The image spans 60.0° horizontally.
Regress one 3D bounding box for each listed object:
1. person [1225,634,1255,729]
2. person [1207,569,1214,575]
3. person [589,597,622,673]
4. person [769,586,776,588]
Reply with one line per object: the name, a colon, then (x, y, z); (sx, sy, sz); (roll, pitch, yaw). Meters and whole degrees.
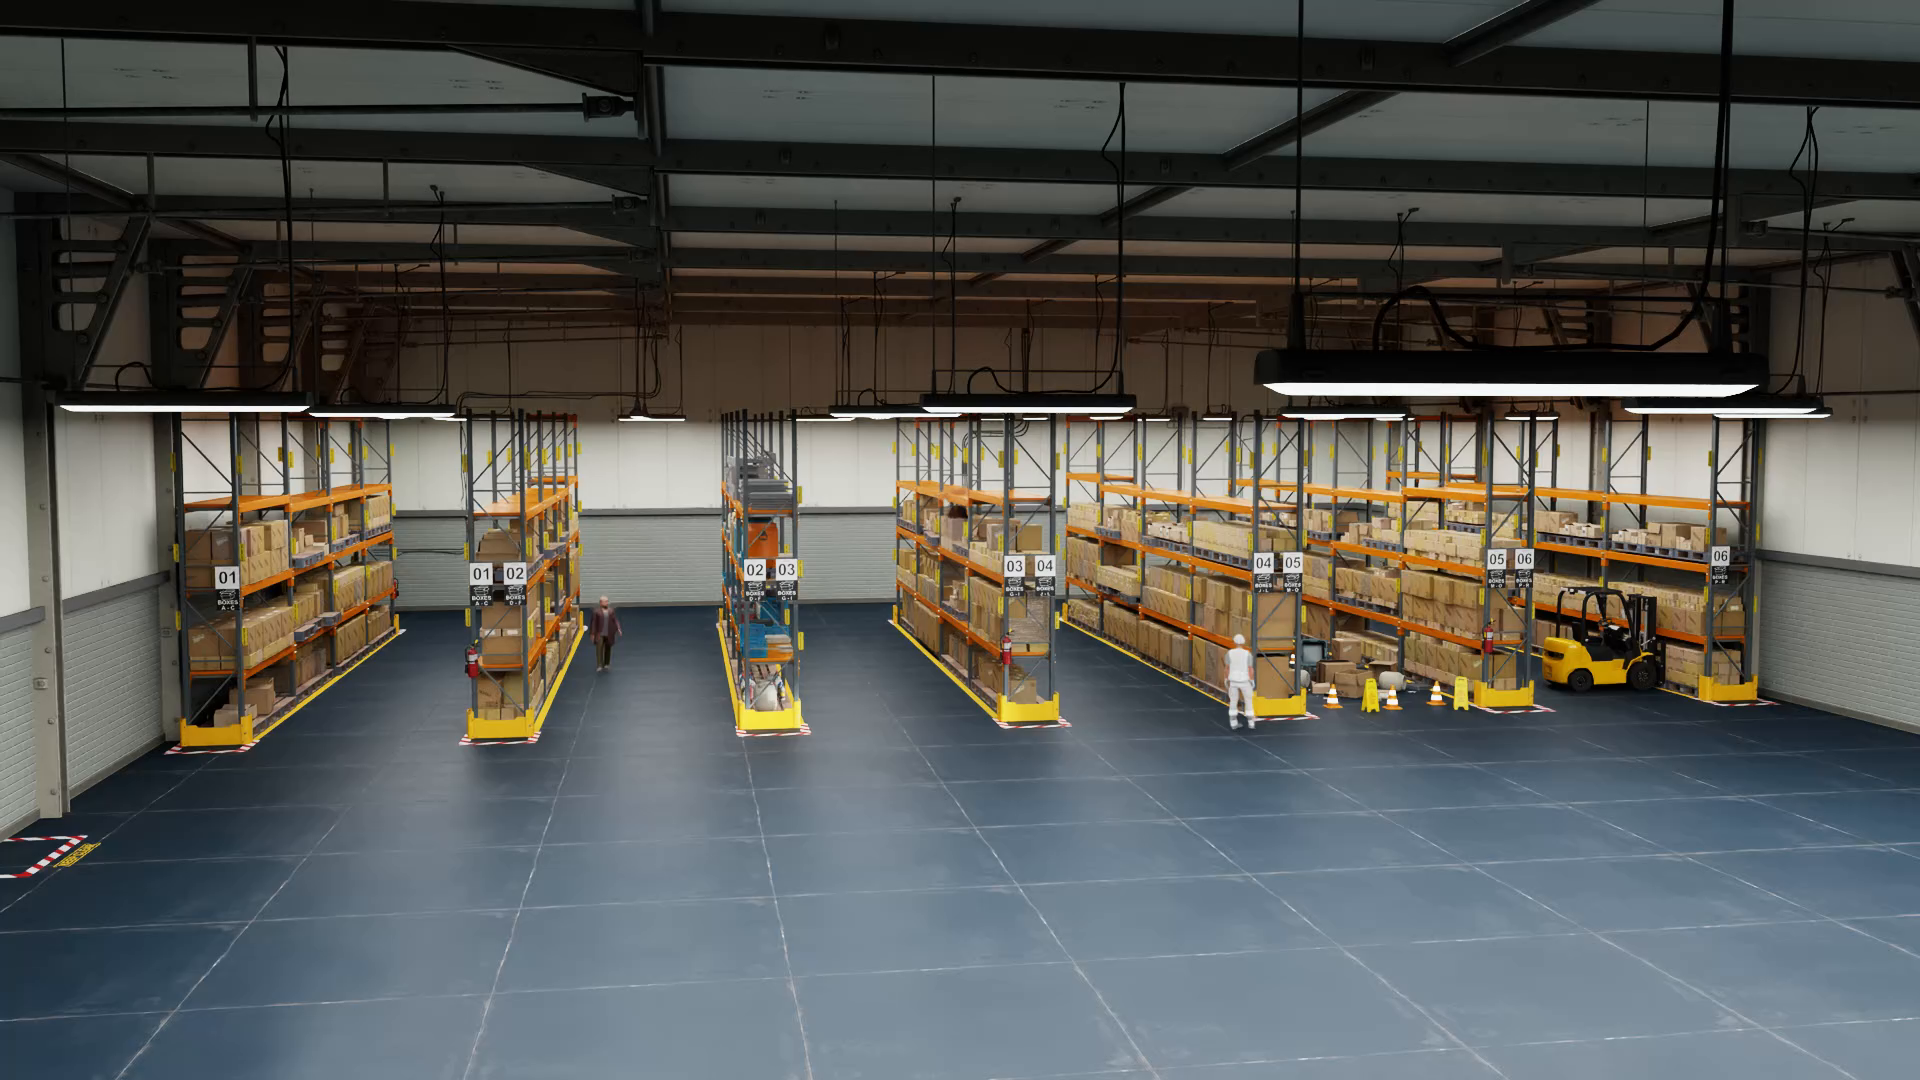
person: (5.264, 2.651, 31.201); (0.566, 1.797, 0.514); (3, 5, 33)
person: (6.889, 1.628, 46.079); (0.482, 1.783, 0.633); (0, 4, -5)
person: (-8.148, 2.168, 38.210); (0.728, 1.713, 1.146); (-1, 4, -12)
person: (-5.510, 1.478, 48.914); (0.501, 1.642, 0.974); (-2, 4, -27)
